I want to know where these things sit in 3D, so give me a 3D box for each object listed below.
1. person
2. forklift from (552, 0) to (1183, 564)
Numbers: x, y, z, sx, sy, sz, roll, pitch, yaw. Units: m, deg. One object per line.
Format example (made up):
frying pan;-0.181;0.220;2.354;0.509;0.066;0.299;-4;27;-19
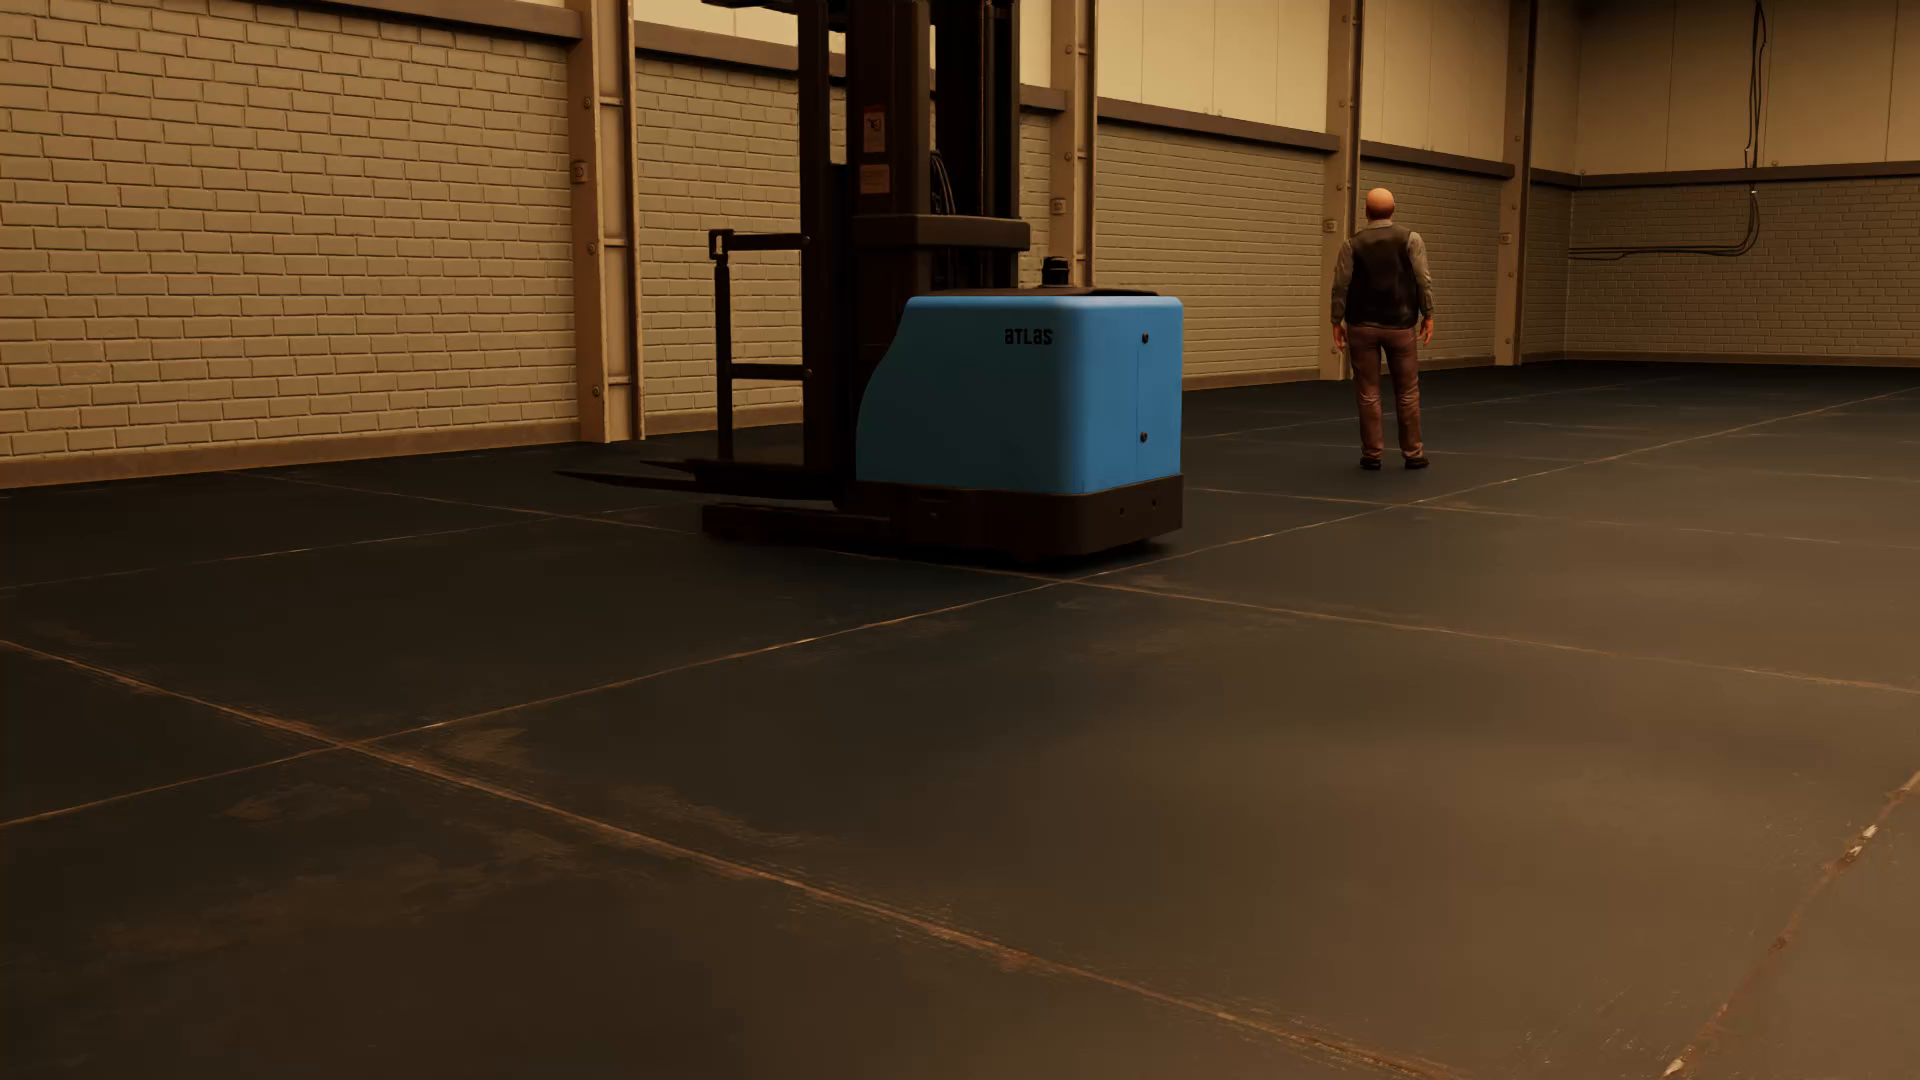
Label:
person;2.637;-1.313;10.382;0.632;1.720;0.569;2;9;15
forklift;-0.549;-1.491;7.474;3.031;2.935;1.130;5;10;32
